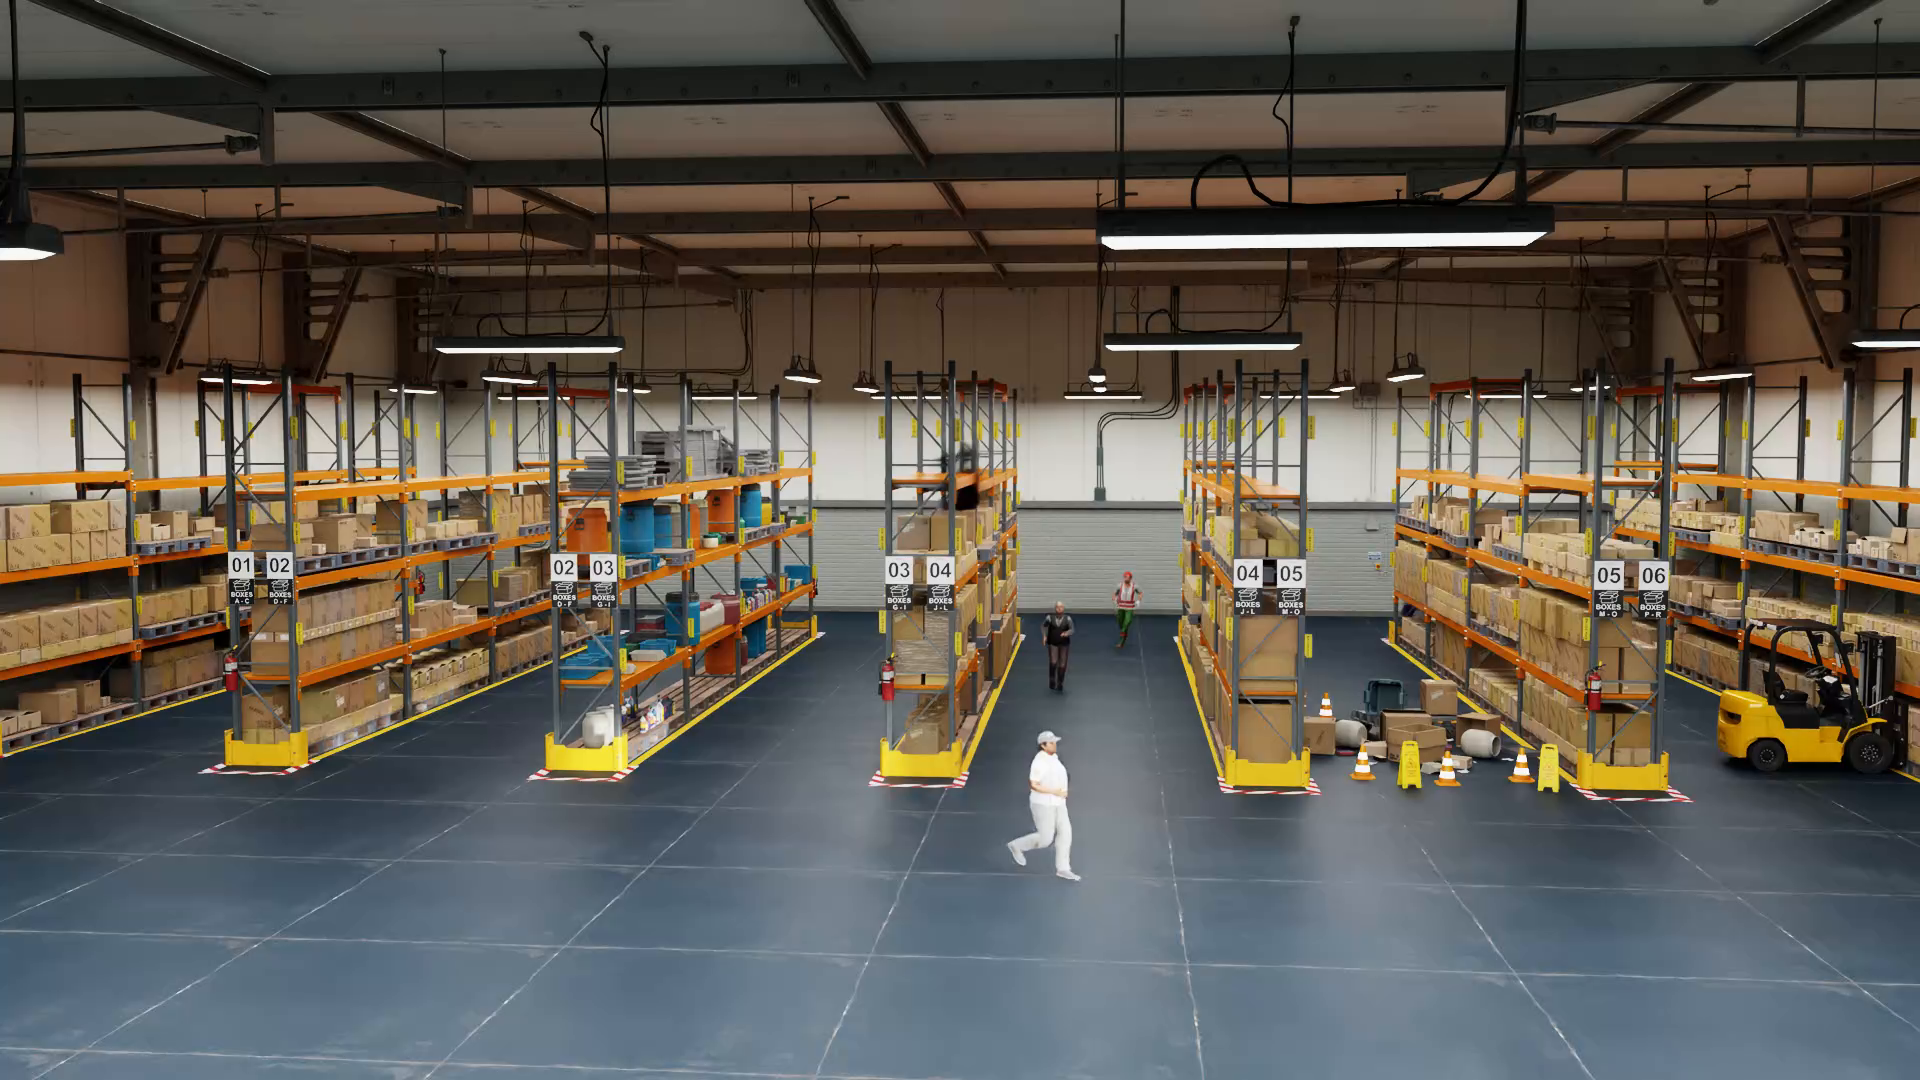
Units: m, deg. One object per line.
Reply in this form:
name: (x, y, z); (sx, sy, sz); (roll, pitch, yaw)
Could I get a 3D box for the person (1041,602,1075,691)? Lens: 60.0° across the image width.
person: (1.887, 2.046, 31.943); (0.632, 1.705, 0.683); (0, 4, -1)

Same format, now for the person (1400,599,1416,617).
person: (10.945, 1.550, 40.512); (0.532, 1.577, 0.716); (3, 5, 37)

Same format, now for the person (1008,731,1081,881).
person: (0.962, 2.960, 18.610); (0.849, 1.659, 0.607); (2, 4, 29)

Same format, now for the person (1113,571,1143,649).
person: (3.863, 1.604, 38.492); (0.691, 1.772, 0.973); (1, 4, 15)
